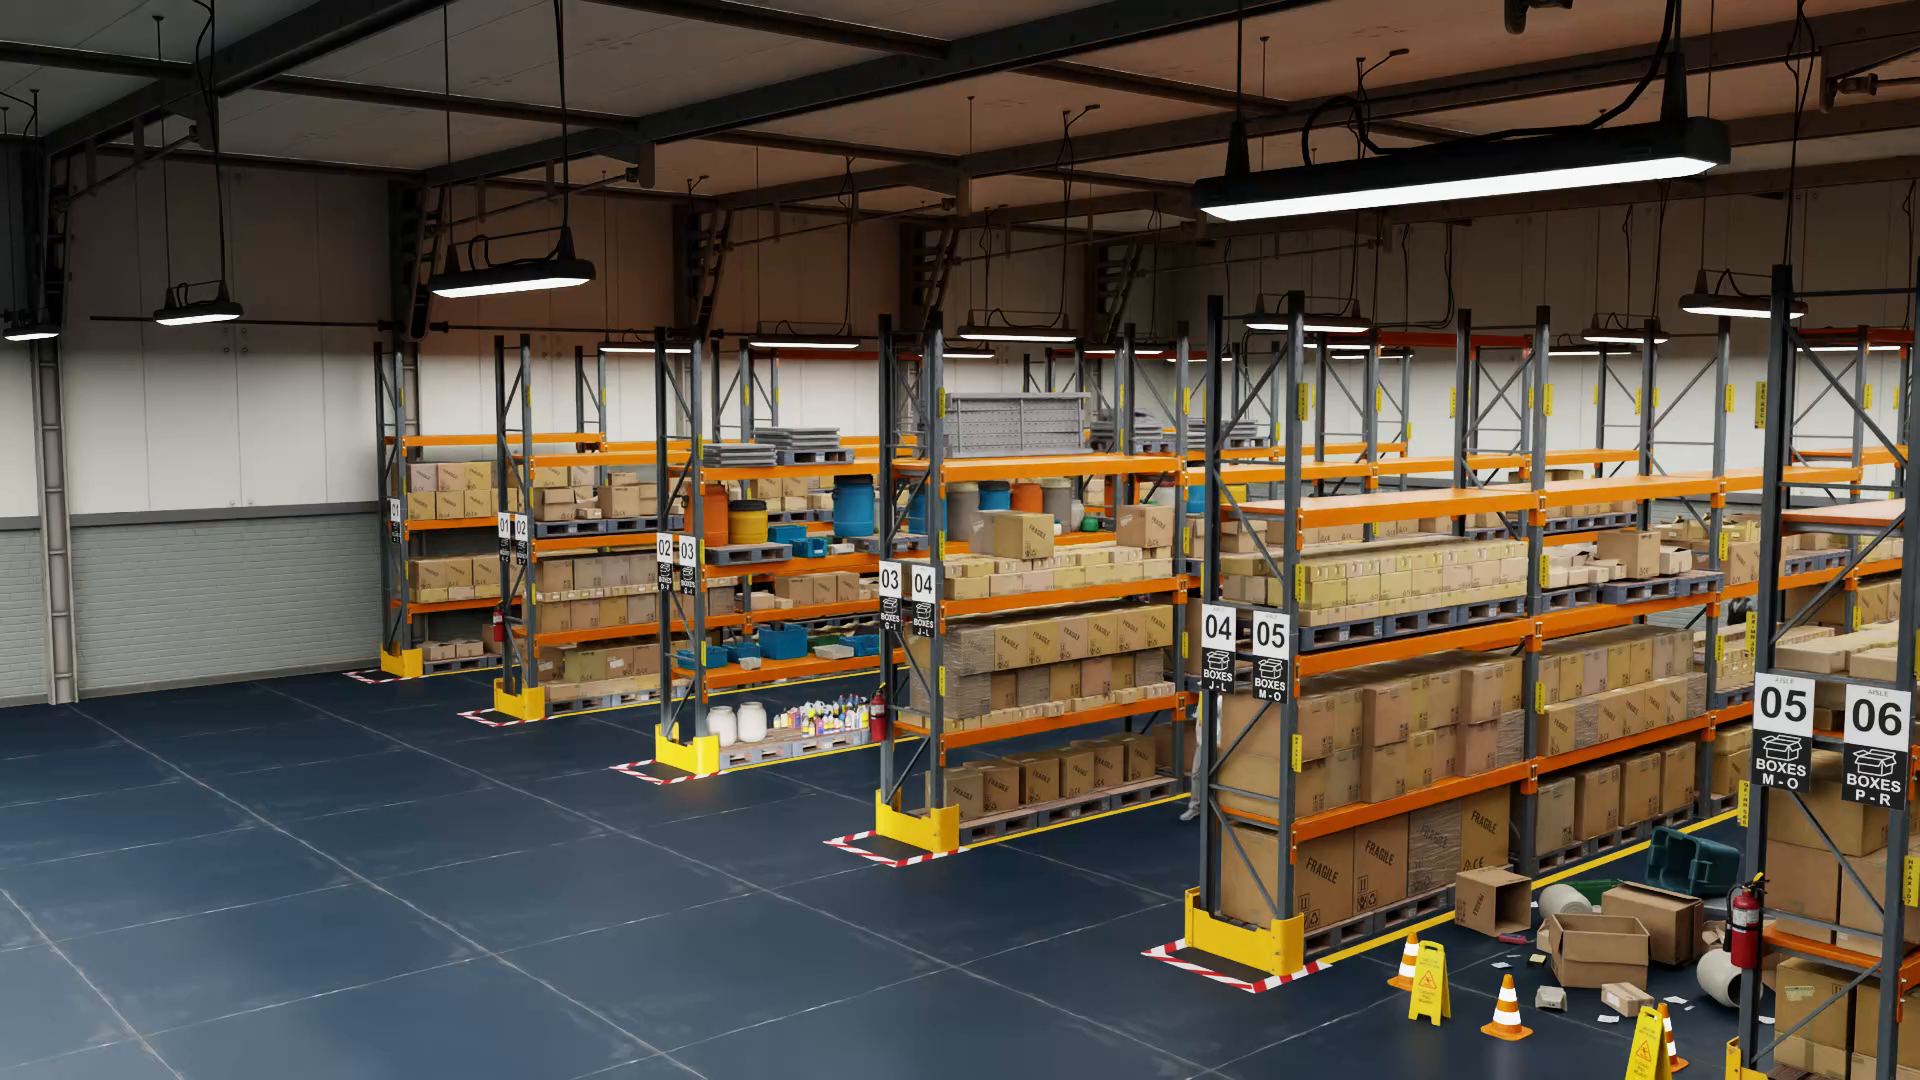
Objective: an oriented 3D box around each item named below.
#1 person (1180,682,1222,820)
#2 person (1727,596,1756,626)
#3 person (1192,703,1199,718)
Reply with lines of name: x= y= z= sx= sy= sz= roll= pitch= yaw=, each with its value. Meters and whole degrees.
person: x=2.996 y=2.468 z=19.975 sx=0.696 sy=1.783 sz=0.584 roll=-3 pitch=6 yaw=-32
person: x=13.998 y=1.619 z=29.708 sx=0.948 sy=1.681 sz=0.534 roll=-5 pitch=7 yaw=-44
person: x=3.557 y=2.045 z=24.549 sx=1.068 sy=1.726 sz=0.608 roll=-4 pitch=7 yaw=-37
